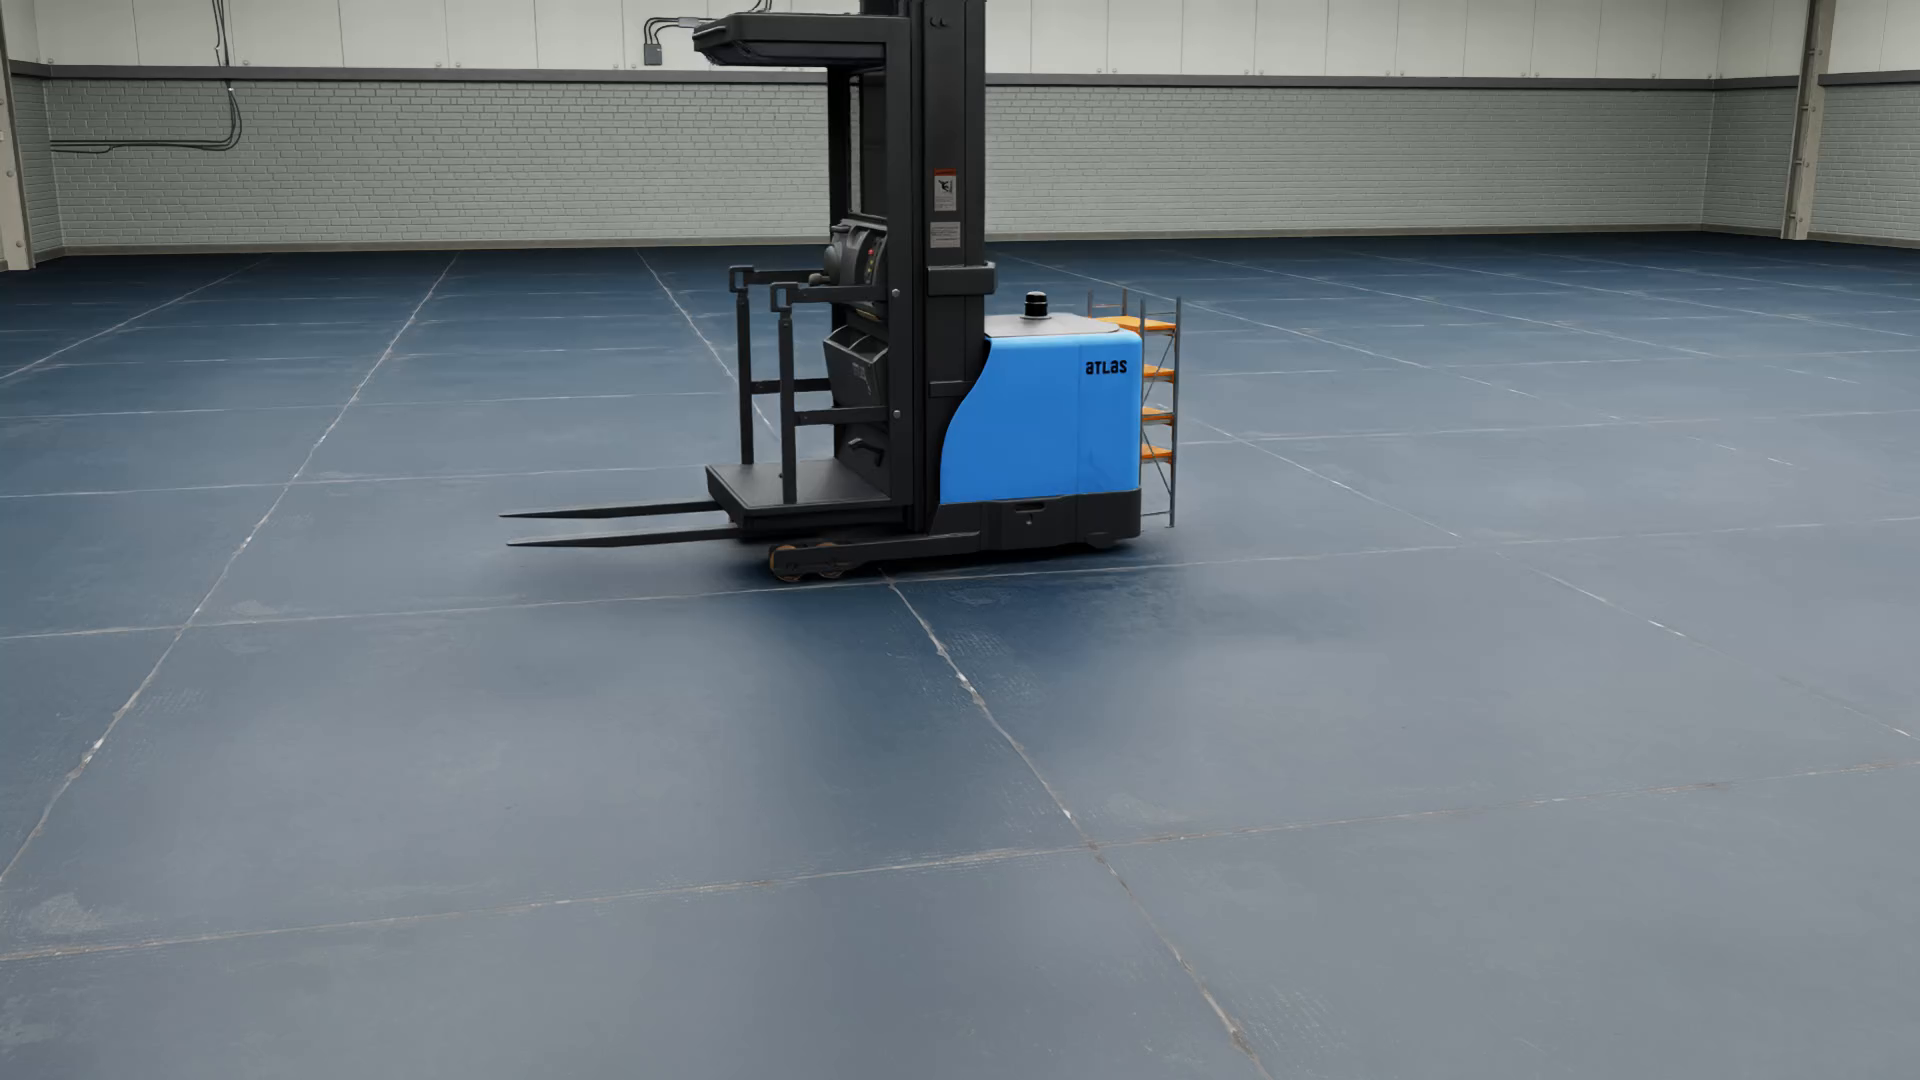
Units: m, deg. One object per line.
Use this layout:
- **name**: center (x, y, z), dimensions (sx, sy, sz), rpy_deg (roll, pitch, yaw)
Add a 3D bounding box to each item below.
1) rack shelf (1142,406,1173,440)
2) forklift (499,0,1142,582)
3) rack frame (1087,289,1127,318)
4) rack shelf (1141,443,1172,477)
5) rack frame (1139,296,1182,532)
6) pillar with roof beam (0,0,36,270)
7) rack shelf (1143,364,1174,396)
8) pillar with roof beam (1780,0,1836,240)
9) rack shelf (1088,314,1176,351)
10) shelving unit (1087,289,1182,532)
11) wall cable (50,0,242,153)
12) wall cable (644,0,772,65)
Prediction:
- **rack shelf**: center (0.896, -0.623, 8.732), dimensions (0.258, 0.148, 0.480), rpy_deg (-7, 16, -27)
- **forklift**: center (-0.681, -1.373, 7.872), dimensions (3.031, 2.935, 1.130), rpy_deg (-4, 14, -18)
- **rack frame**: center (0.781, -0.739, 8.925), dimensions (0.240, 1.200, 0.015), rpy_deg (-7, 16, -27)
- **rack shelf**: center (0.896, -0.430, 8.779), dimensions (0.258, 0.148, 0.480), rpy_deg (-7, 16, -27)
- **rack frame**: center (1.012, -0.637, 8.508), dimensions (0.240, 1.200, 0.015), rpy_deg (-7, 16, -27)
- **pillar with roof beam**: center (-10.122, -8.742, 25.249), dimensions (9.100, 9.000, 0.400), rpy_deg (-3, 14, -13)
- **rack shelf**: center (0.896, -0.840, 8.679), dimensions (0.258, 0.148, 0.480), rpy_deg (-7, 16, -27)
- **pillar with roof beam**: center (12.128, -10.018, 30.471), dimensions (9.100, 9.000, 0.400), rpy_deg (-3, 14, -13)
- **rack shelf**: center (0.896, -1.070, 8.623), dimensions (0.258, 0.148, 0.480), rpy_deg (-7, 16, -27)
- **shelving unit**: center (0.896, -0.688, 8.716), dimensions (0.258, 1.200, 0.503), rpy_deg (-7, 16, -27)
- **wall cable**: center (-13.713, -7.747, 27.718), dimensions (3.097, 2.526, 0.112), rpy_deg (-3, 14, -13)
- **wall cable**: center (-4.481, -11.433, 29.097), dimensions (2.305, 6.003, 0.169), rpy_deg (-3, 14, -13)
